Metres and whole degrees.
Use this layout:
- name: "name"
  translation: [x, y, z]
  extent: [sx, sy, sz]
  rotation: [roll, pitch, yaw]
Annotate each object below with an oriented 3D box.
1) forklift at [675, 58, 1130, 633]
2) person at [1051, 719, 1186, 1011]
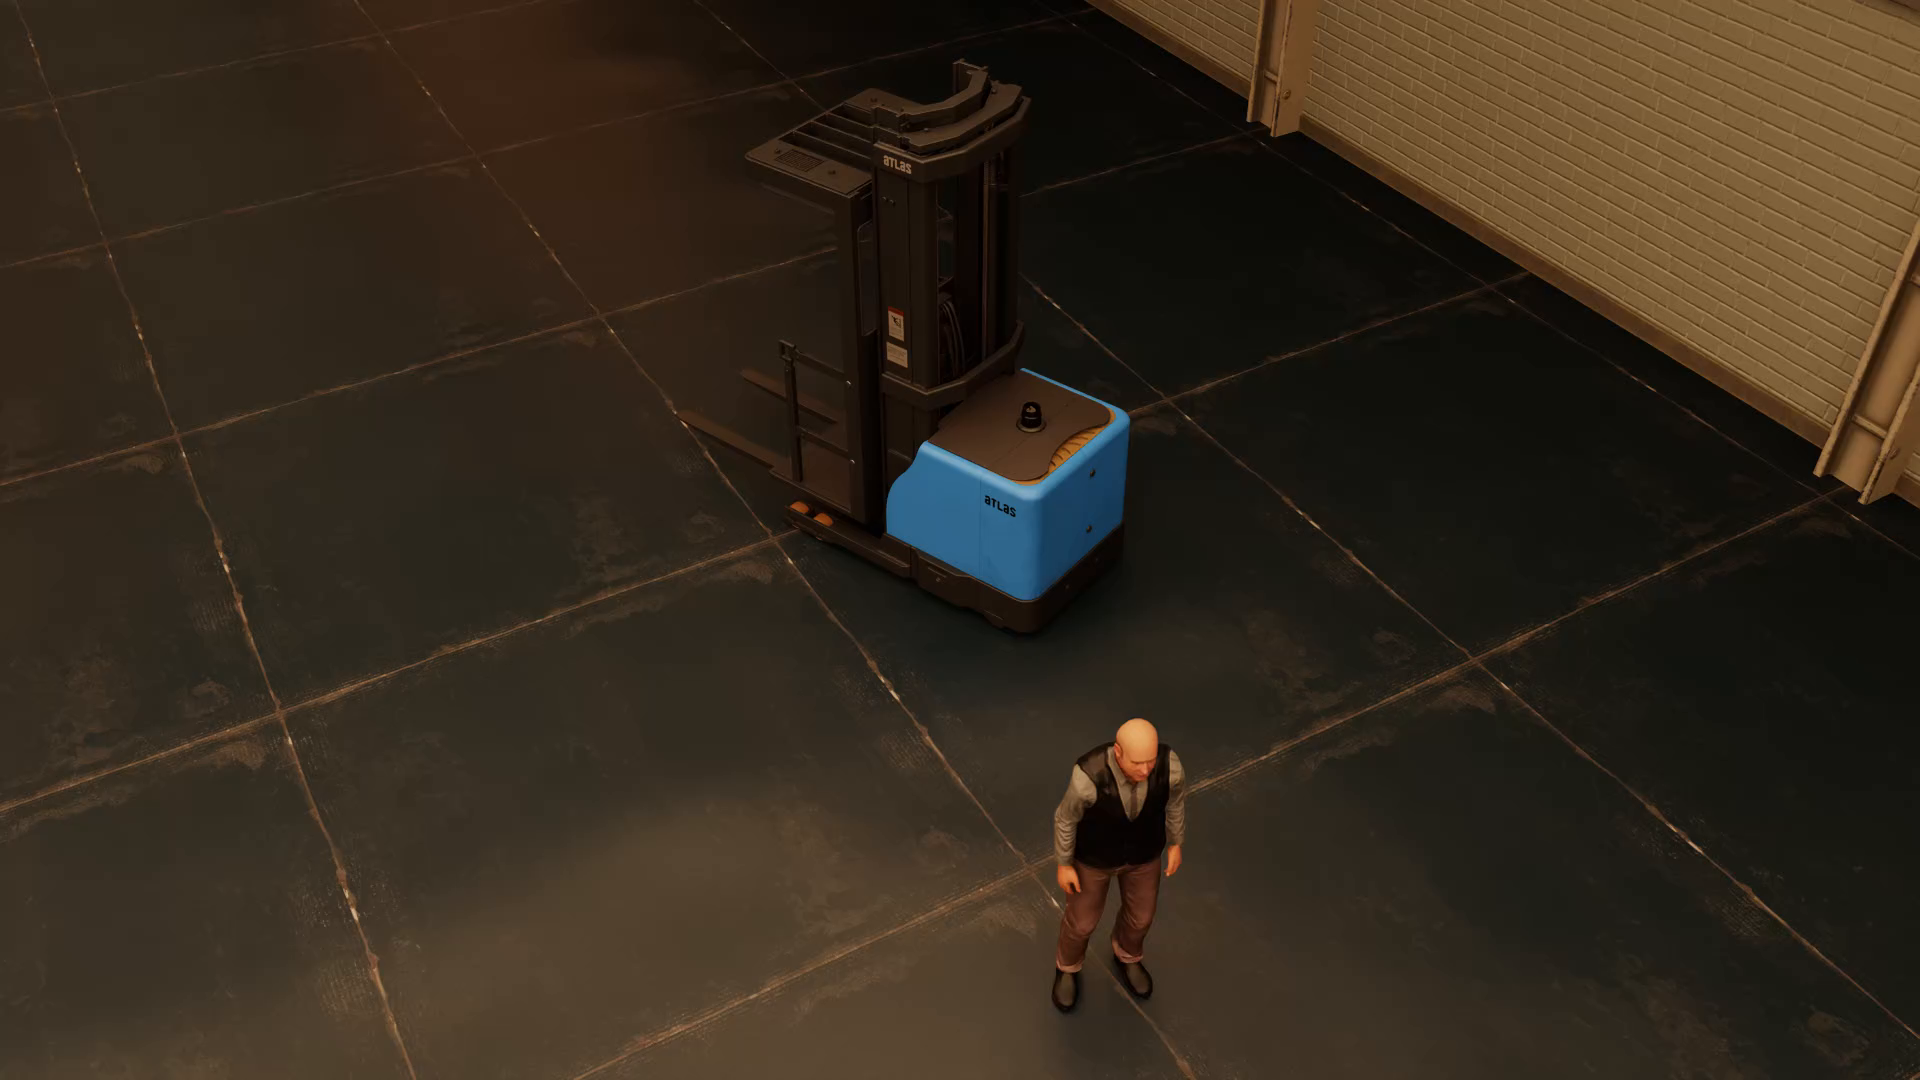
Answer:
- name: "forklift"
  translation: [-0.481, -1.366, 9.683]
  extent: [3.031, 2.935, 1.130]
  rotation: [26, 46, 28]
- name: "person"
  translation: [0.692, 1.371, 7.331]
  extent: [0.590, 1.722, 0.415]
  rotation: [-8, 40, -10]
